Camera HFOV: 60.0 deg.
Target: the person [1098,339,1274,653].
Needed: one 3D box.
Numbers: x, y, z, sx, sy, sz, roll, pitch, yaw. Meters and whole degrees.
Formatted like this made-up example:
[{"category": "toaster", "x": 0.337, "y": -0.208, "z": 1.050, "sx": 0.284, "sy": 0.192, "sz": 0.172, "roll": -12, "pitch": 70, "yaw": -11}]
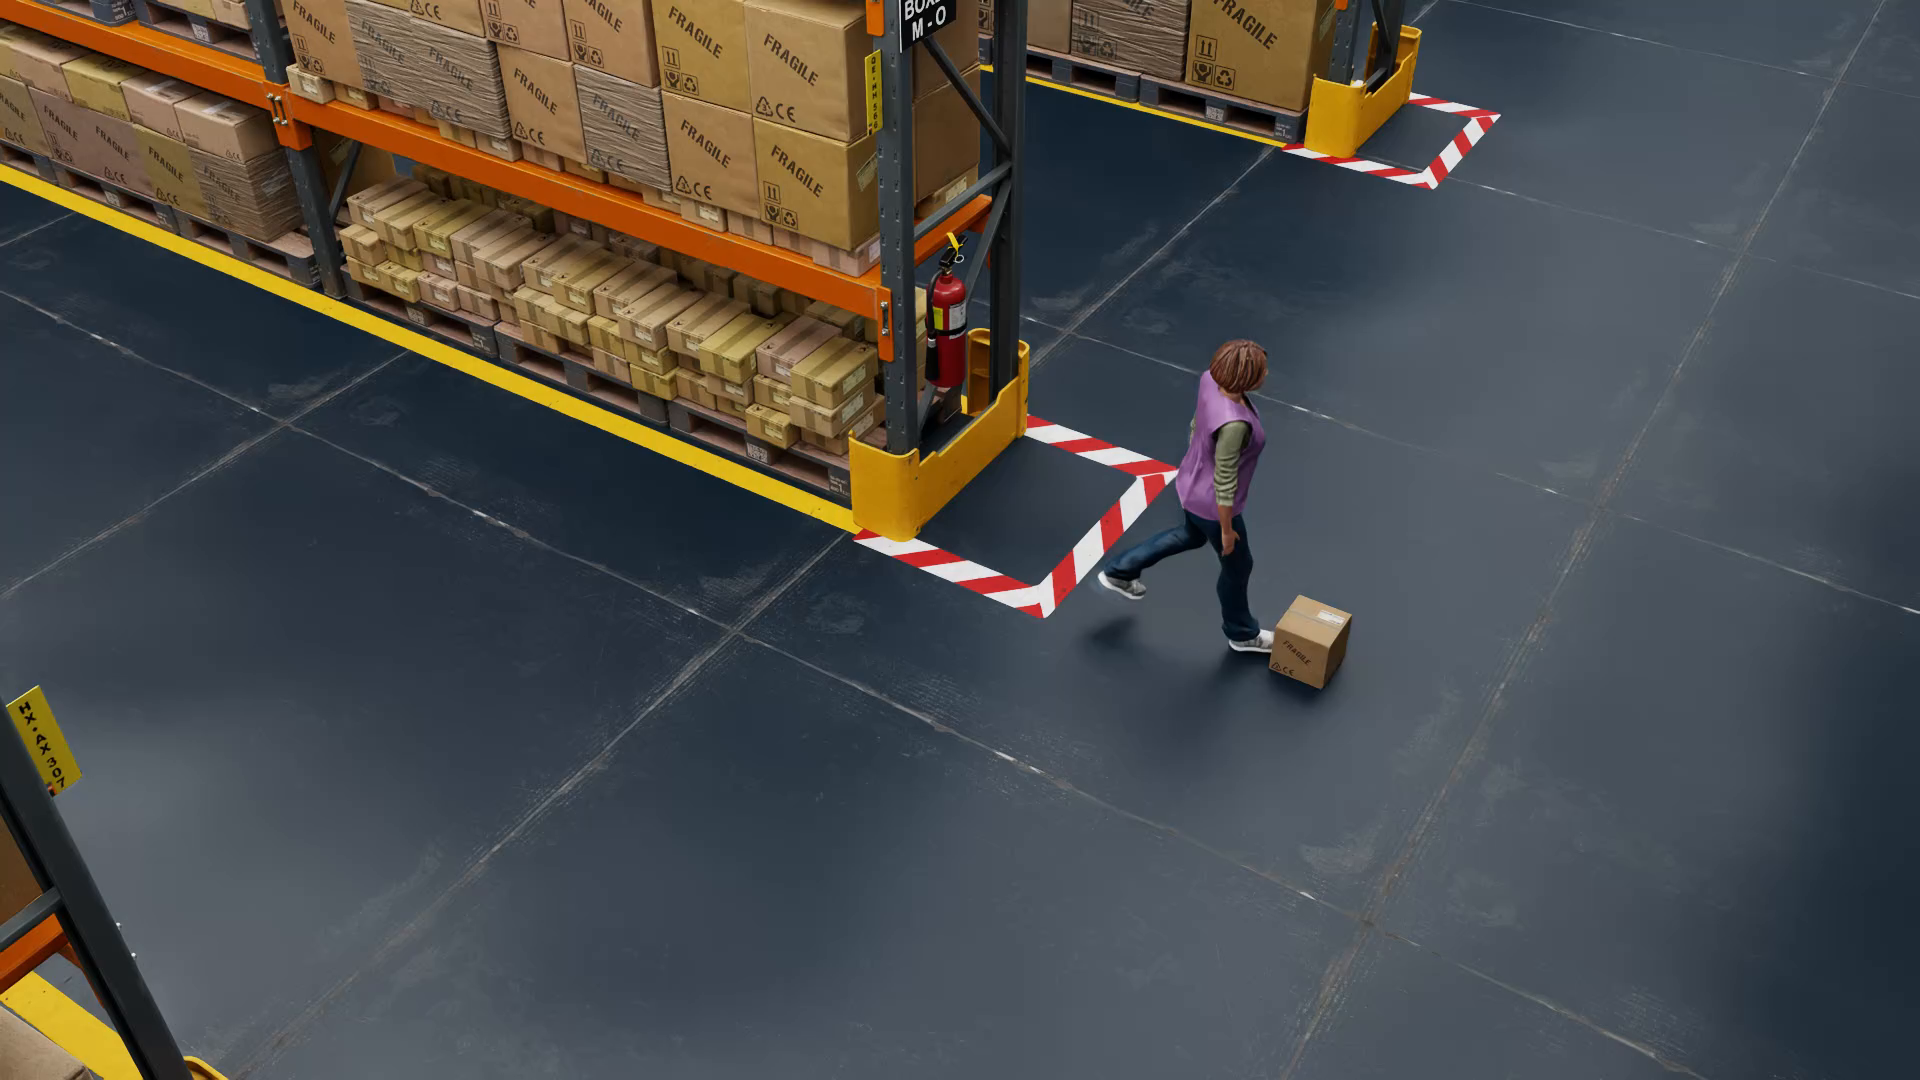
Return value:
[{"category": "person", "x": 1.035, "y": -0.190, "z": 6.903, "sx": 0.836, "sy": 1.570, "sz": 0.481, "roll": -1, "pitch": 39, "yaw": -2}]
